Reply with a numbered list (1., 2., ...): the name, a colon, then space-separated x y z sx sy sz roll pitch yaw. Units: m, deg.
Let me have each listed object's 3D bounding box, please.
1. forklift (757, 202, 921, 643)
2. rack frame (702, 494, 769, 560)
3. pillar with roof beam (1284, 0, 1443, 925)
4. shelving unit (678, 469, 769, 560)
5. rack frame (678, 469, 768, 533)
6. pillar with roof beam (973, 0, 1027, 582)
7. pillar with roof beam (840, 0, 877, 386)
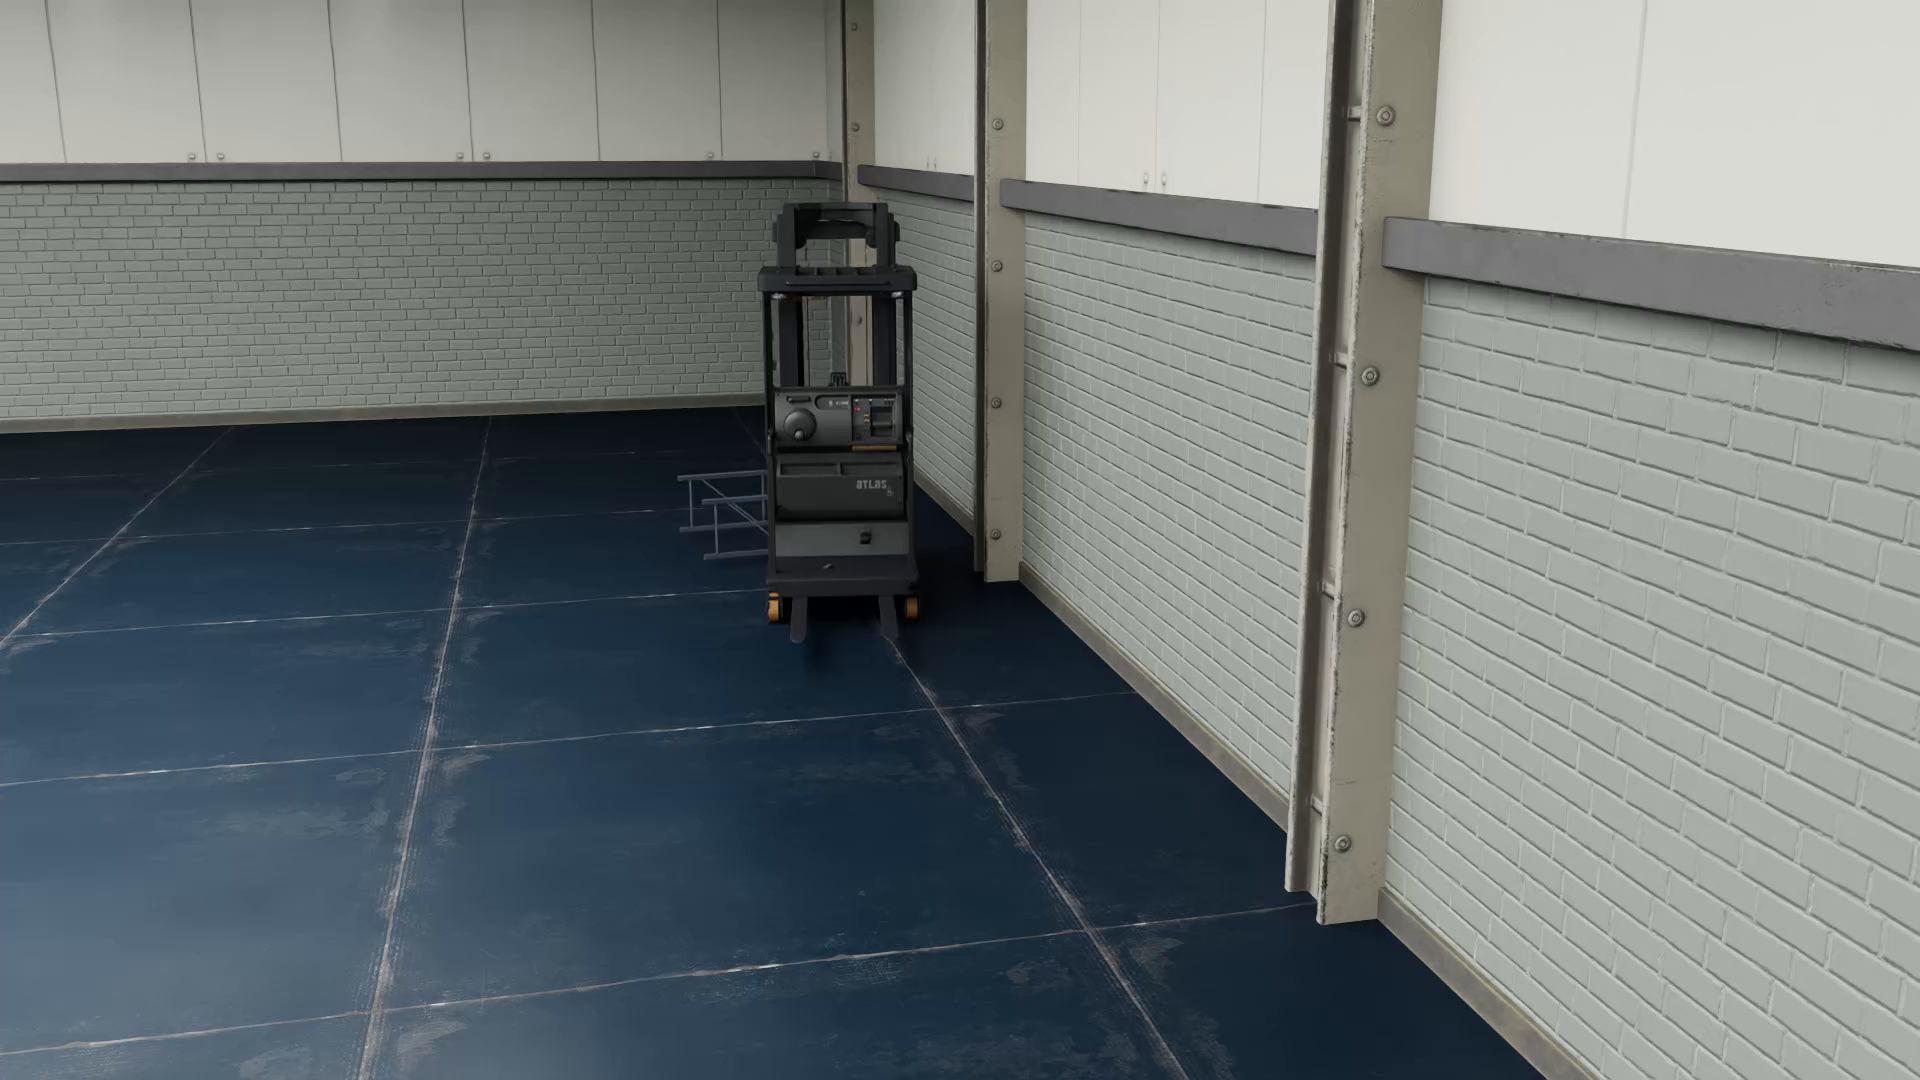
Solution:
1. forklift: -0.868 -0.911 11.980 1.130 2.935 3.031 -1 14 -4
2. rack frame: -1.375 -0.145 13.729 1.500 0.500 0.032 -5 15 -20
3. pillar with roof beam: -2.472 -2.471 5.579 9.100 9.000 0.400 -3 14 -13
4. shelving unit: -1.550 -0.256 14.184 1.500 0.587 1.083 -5 15 -20
5. rack frame: -1.730 -0.371 14.655 1.500 0.500 0.032 -5 15 -20
6. pillar with roof beam: -3.881 -3.855 11.245 9.100 9.000 0.400 -3 14 -13
7. pillar with roof beam: -5.291 -5.239 16.910 9.100 9.000 0.400 -3 14 -13
